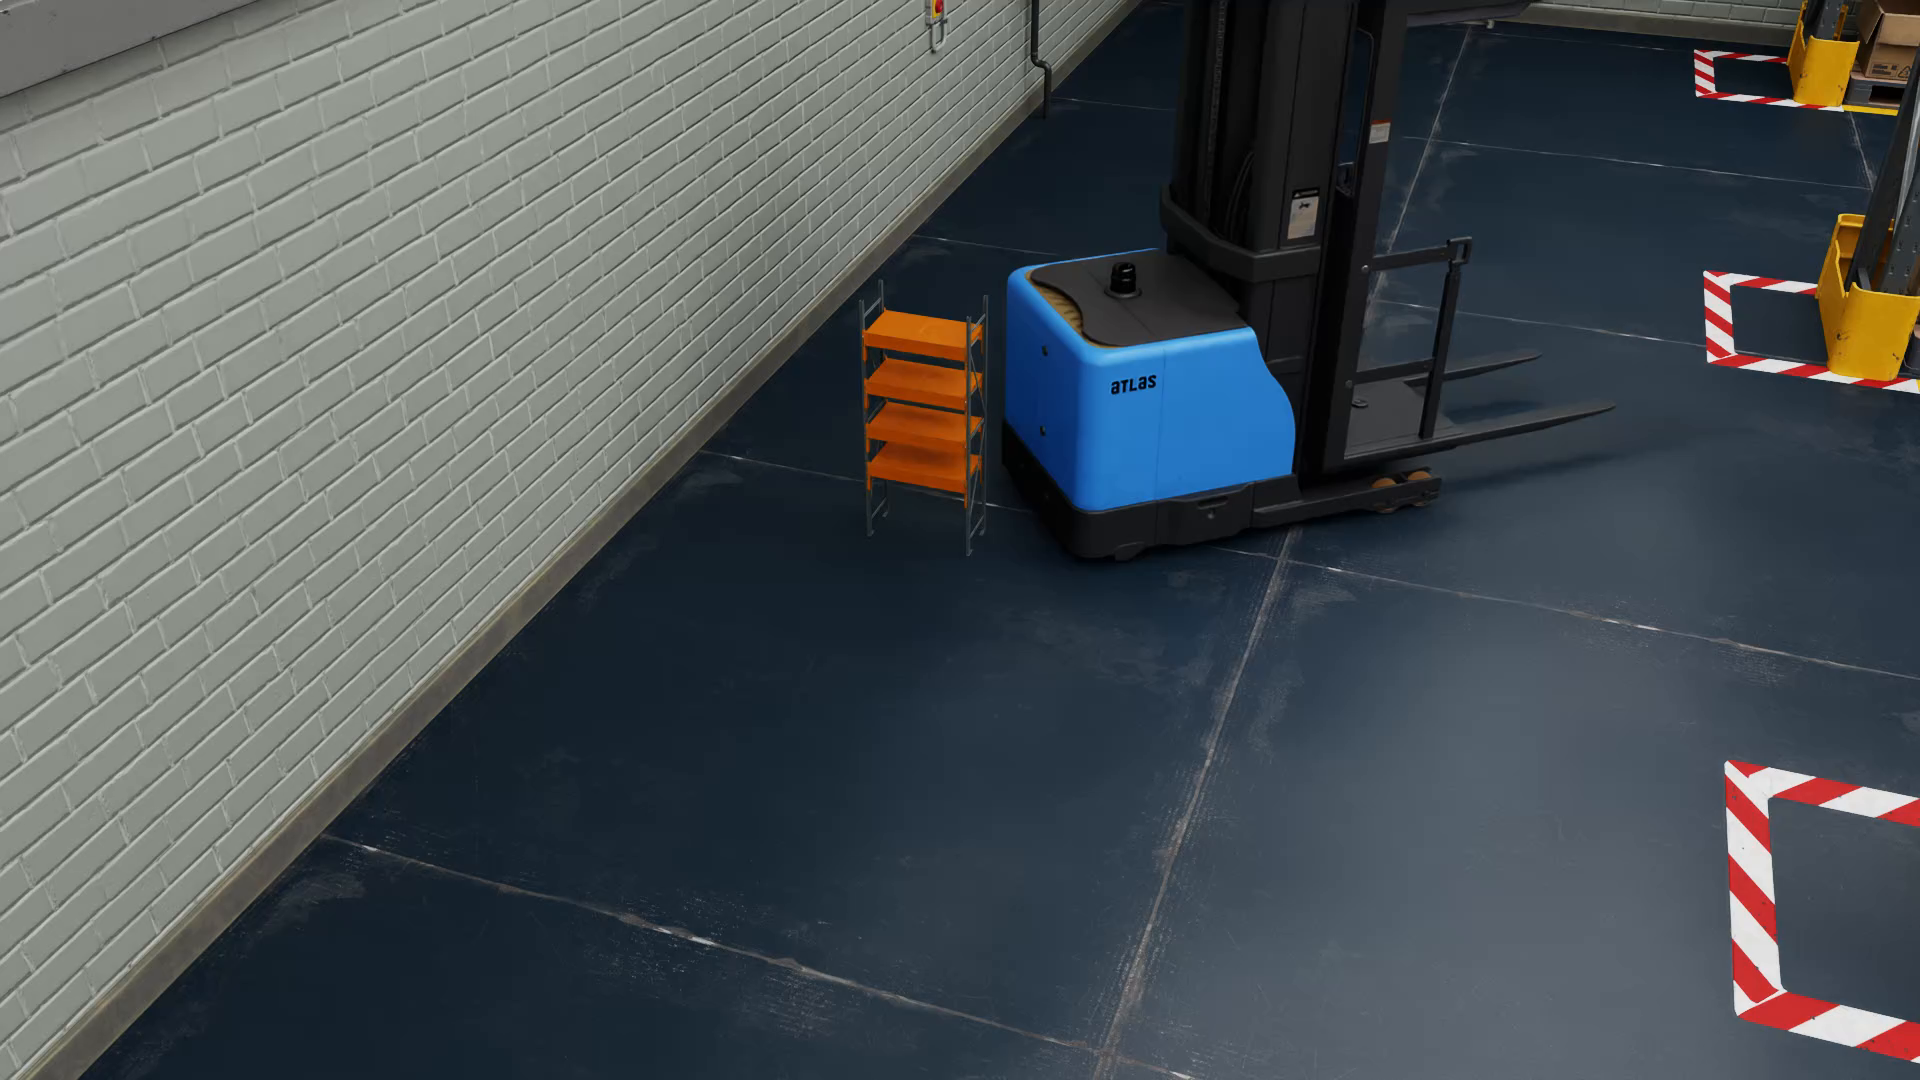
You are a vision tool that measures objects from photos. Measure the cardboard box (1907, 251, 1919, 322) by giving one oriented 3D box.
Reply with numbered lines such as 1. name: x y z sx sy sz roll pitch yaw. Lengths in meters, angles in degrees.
1. cardboard box: 5.826 -1.470 9.236 0.875 0.438 0.875 10 34 15

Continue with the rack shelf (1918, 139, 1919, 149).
1. rack shelf: 7.054 -1.771 8.391 4.000 0.370 1.077 11 34 16

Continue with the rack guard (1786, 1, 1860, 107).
1. rack guard: 6.914 -3.911 13.346 0.348 0.500 1.175 11 34 16

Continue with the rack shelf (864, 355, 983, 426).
1. rack shelf: -0.156 -0.666 7.387 0.480 0.148 0.258 11 34 16

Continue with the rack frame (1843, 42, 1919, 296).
1. rack frame: 5.171 -2.440 8.763 0.127 3.000 1.000 11 34 16

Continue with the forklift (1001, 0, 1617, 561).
1. forklift: 1.778 -1.616 7.551 3.031 2.935 1.130 -11 34 -16

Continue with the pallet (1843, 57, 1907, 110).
1. pallet: 7.665 -3.644 13.199 1.213 0.211 1.003 11 34 16

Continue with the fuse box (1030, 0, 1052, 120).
1. fuse box: 0.701 -3.964 12.312 0.414 1.711 0.539 11 34 16

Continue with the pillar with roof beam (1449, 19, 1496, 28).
1. pillar with roof beam: 3.156 -6.251 9.135 0.400 9.000 9.100 11 34 16

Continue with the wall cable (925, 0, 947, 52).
1. wall cable: -0.145 -3.899 10.059 0.123 1.953 0.585 11 34 16

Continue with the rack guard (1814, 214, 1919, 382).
1. rack guard: 5.149 -1.394 9.448 0.348 0.500 1.175 11 34 16

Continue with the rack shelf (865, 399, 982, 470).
1. rack shelf: -0.156 -0.478 7.508 0.480 0.148 0.258 11 34 16

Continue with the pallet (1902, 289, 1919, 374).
1. pallet: 5.950 -1.162 9.355 1.213 0.211 1.003 11 34 16

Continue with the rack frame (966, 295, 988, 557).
1. rack frame: 0.074 -0.490 7.402 0.015 1.200 0.240 11 34 16

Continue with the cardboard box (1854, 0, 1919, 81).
1. cardboard box: 7.386 -3.942 13.005 0.637 0.503 0.797 10 34 15

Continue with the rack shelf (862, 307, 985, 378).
1. rack shelf: -0.156 -0.864 7.258 0.480 0.148 0.258 11 34 16

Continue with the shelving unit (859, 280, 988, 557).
1. shelving unit: -0.156 -0.534 7.471 0.503 1.200 0.258 11 34 16

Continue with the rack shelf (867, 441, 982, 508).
1. rack shelf: -0.156 -0.311 7.616 0.480 0.148 0.258 11 34 16

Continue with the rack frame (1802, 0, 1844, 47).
1. rack frame: 6.842 -4.975 12.690 0.127 3.000 1.000 11 34 16

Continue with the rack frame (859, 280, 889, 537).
1. rack frame: -0.386 -0.579 7.541 0.015 1.200 0.240 11 34 16
